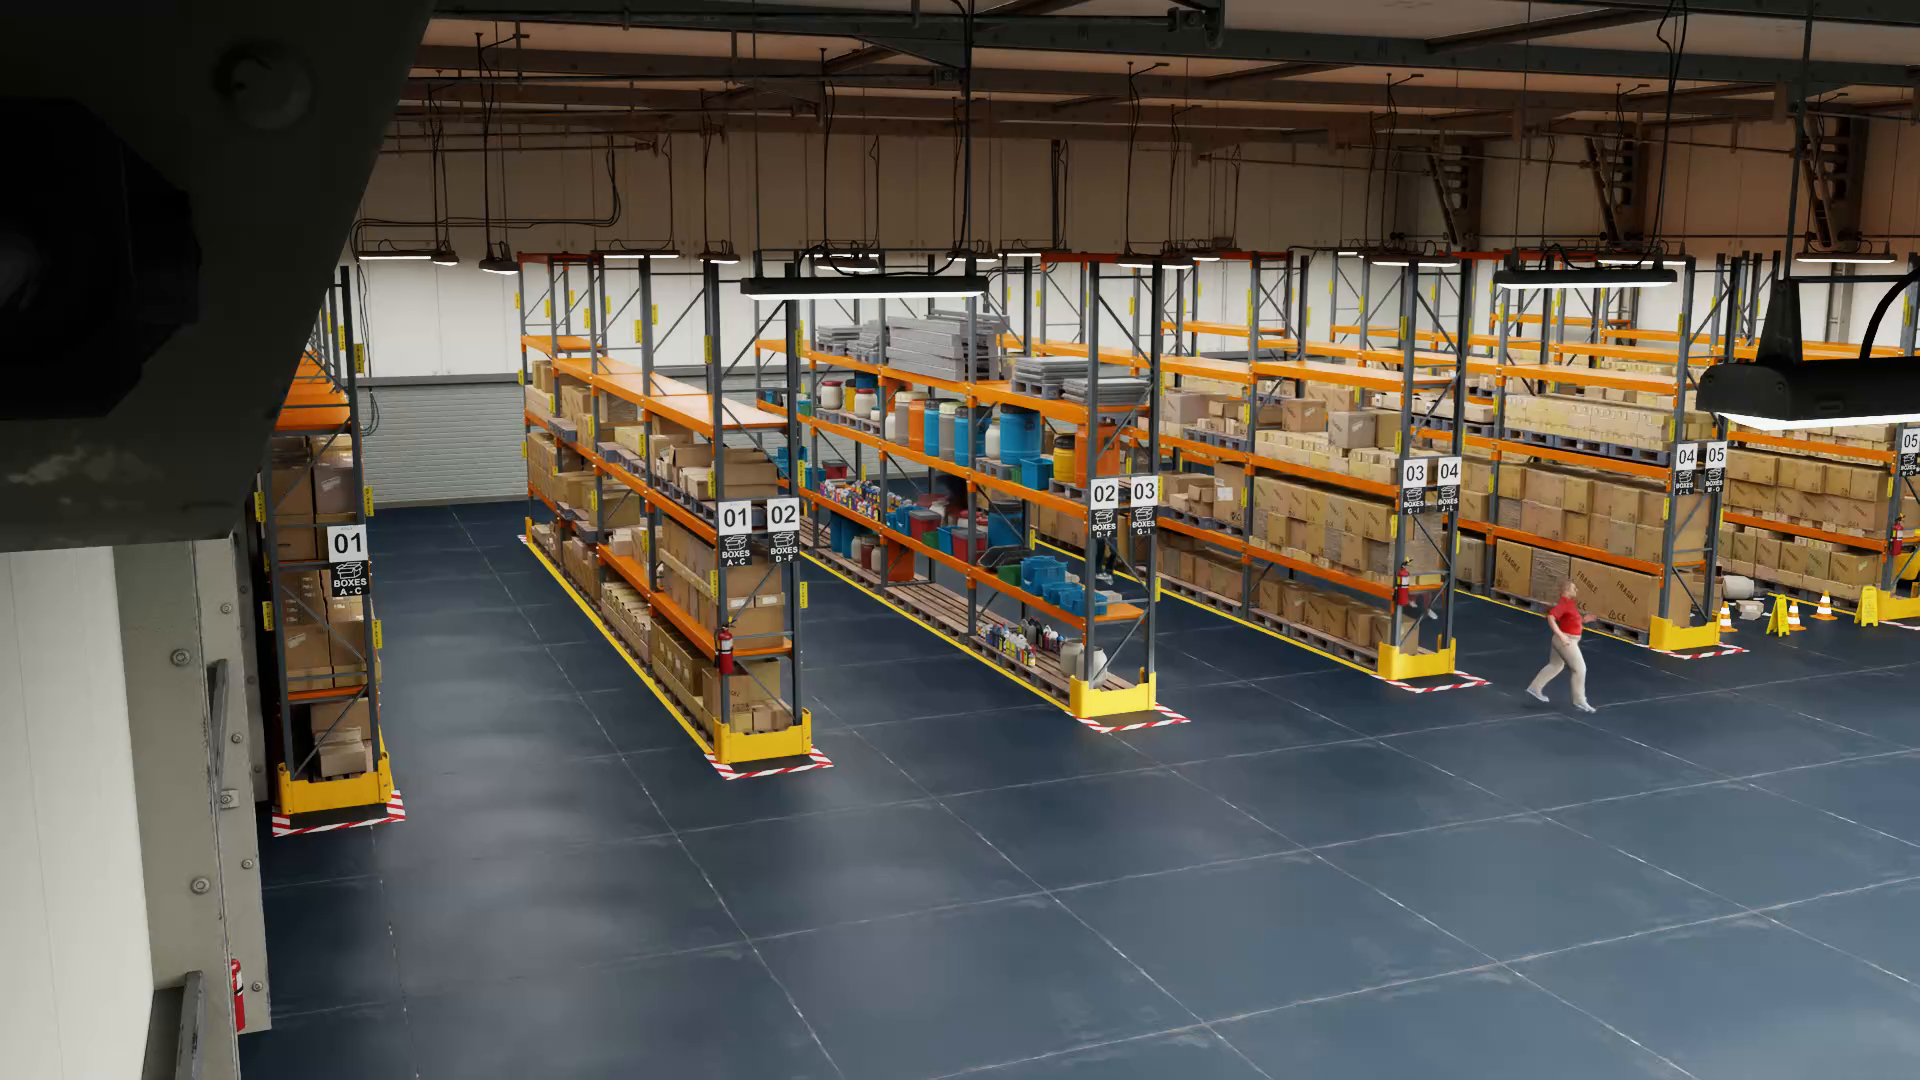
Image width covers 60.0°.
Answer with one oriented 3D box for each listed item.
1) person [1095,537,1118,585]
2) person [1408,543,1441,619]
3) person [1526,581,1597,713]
[{"bbox_3d":[2.594,-0.028,29.243,0.515,1.653,0.623,-5,11,-24],"label":"person"},{"bbox_3d":[7.815,0.414,28.049,0.548,1.703,0.873,-6,12,-31],"label":"person"},{"bbox_3d":[8.150,1.424,22.426,0.889,1.772,0.646,2,11,12],"label":"person"}]
